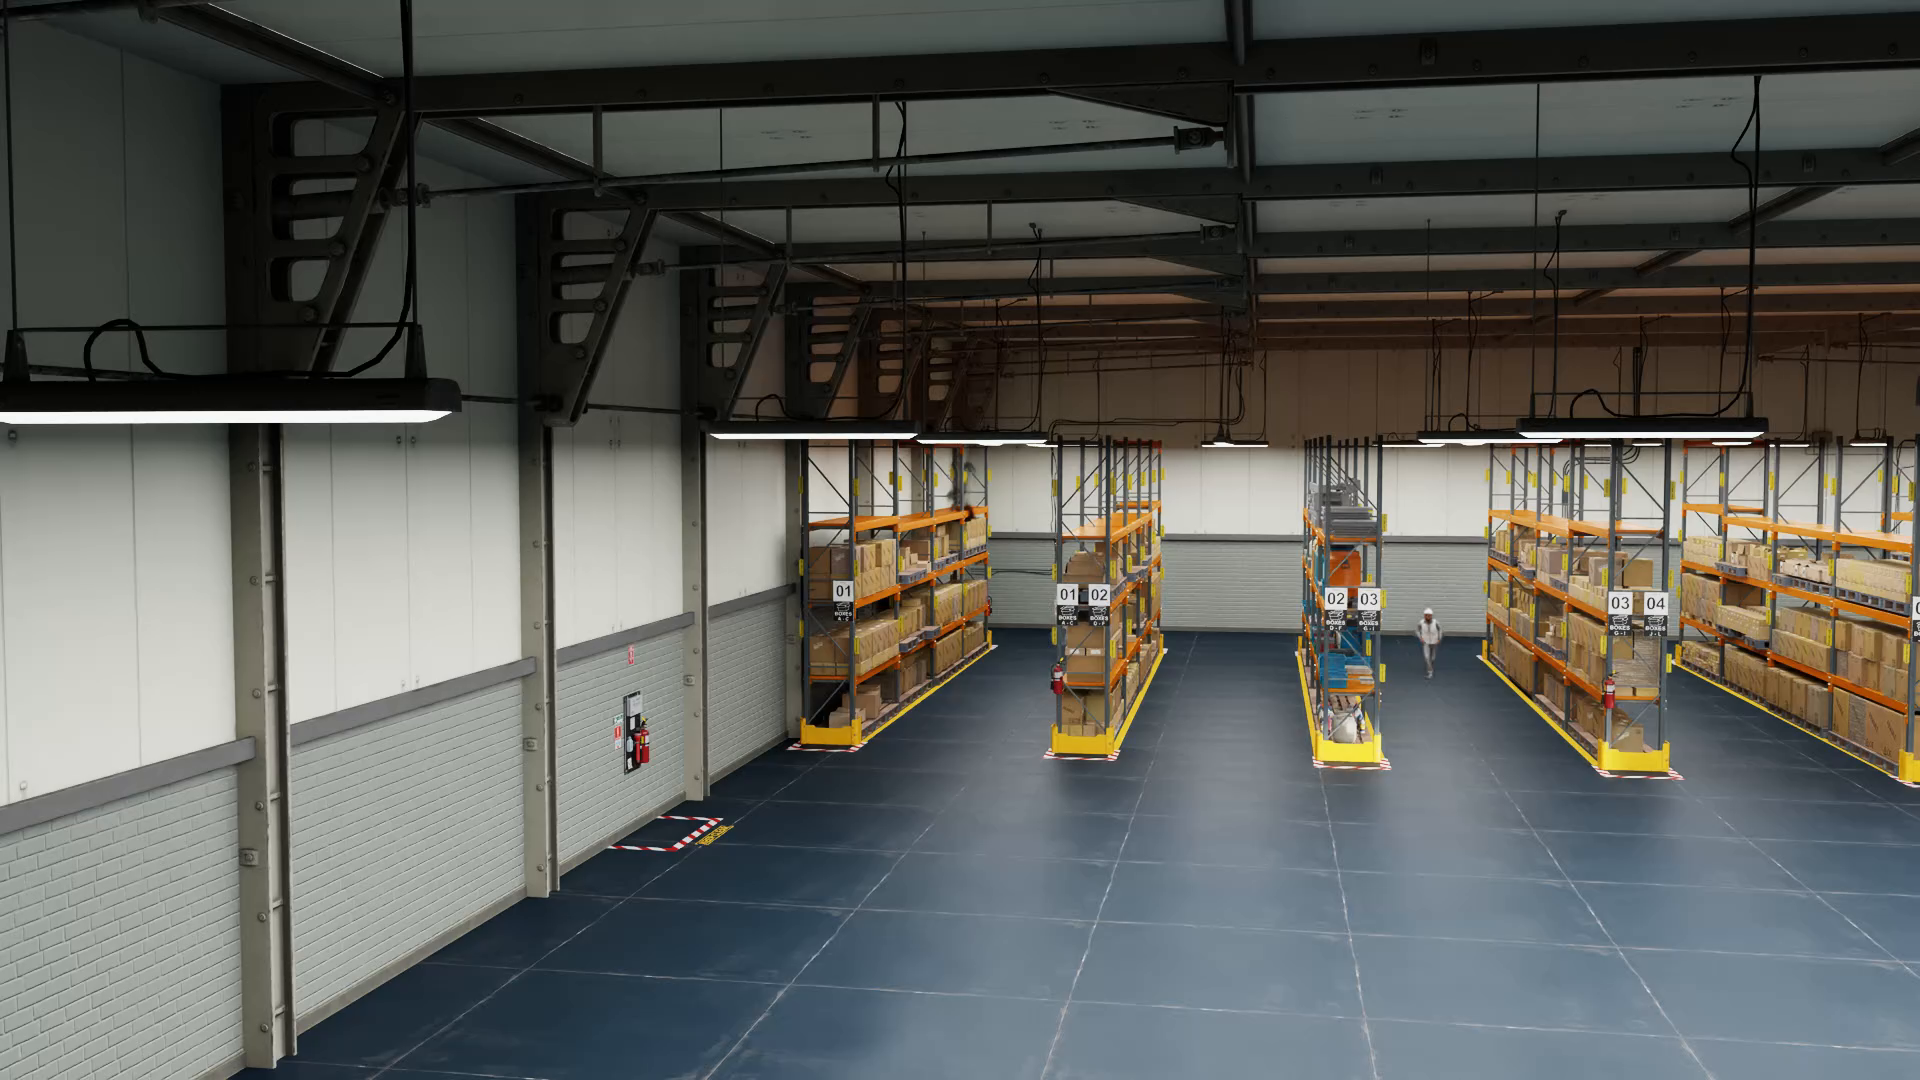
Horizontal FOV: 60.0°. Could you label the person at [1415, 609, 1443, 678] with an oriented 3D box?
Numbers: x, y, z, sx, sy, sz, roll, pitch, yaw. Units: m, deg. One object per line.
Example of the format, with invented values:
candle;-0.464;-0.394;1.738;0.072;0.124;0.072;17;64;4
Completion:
person;11.874;2.604;42.124;0.676;1.753;0.794;1;3;9
